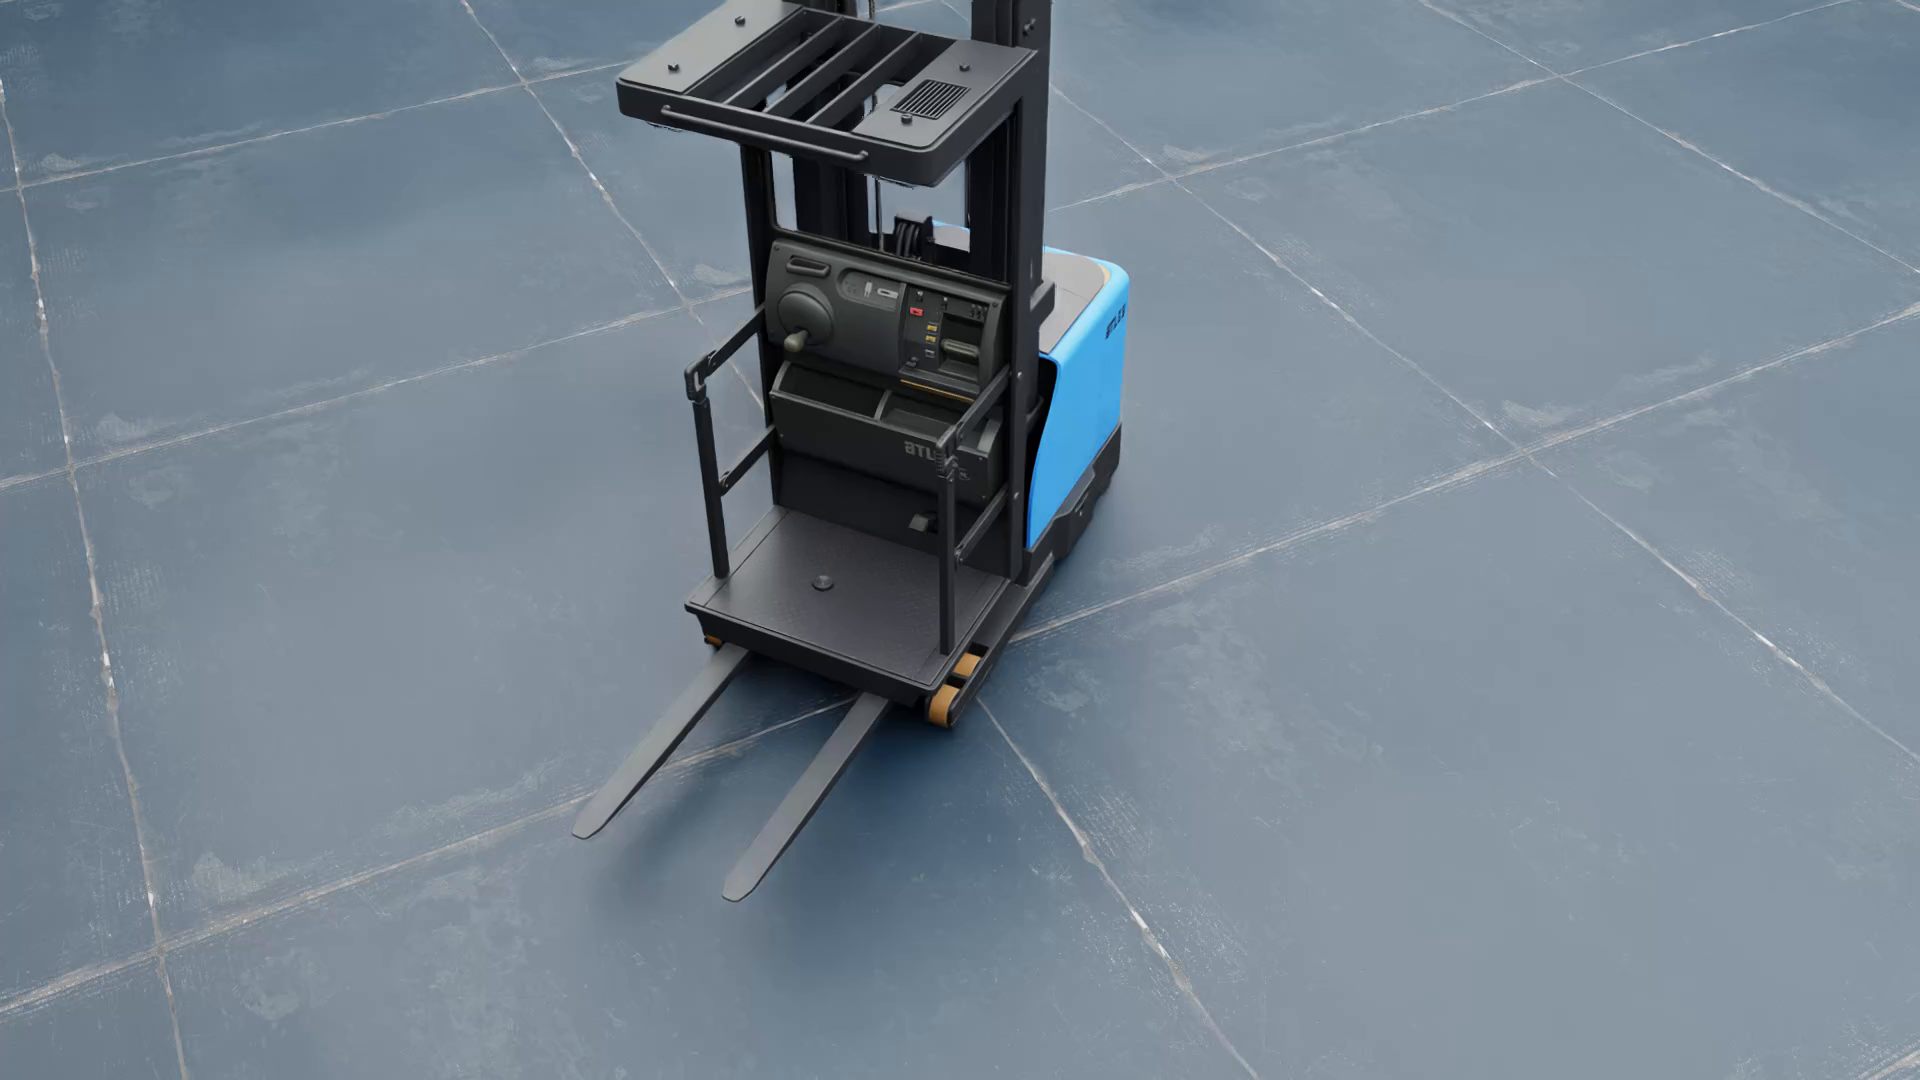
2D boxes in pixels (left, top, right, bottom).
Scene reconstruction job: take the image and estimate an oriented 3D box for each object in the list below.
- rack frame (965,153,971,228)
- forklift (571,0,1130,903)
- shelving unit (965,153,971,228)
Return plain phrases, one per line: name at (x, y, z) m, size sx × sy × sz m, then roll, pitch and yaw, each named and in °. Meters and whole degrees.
rack frame at (0.090, -1.403, 7.746) m, size 0.032 × 1.500 × 0.500 m, roll -8°, pitch 41°, yaw -9°
forklift at (-0.376, -0.725, 5.838) m, size 1.130 × 2.935 × 3.031 m, roll 17°, pitch 43°, yaw 20°
shelving unit at (-0.399, -1.337, 7.669) m, size 1.083 × 1.500 × 0.587 m, roll -8°, pitch 41°, yaw -9°
